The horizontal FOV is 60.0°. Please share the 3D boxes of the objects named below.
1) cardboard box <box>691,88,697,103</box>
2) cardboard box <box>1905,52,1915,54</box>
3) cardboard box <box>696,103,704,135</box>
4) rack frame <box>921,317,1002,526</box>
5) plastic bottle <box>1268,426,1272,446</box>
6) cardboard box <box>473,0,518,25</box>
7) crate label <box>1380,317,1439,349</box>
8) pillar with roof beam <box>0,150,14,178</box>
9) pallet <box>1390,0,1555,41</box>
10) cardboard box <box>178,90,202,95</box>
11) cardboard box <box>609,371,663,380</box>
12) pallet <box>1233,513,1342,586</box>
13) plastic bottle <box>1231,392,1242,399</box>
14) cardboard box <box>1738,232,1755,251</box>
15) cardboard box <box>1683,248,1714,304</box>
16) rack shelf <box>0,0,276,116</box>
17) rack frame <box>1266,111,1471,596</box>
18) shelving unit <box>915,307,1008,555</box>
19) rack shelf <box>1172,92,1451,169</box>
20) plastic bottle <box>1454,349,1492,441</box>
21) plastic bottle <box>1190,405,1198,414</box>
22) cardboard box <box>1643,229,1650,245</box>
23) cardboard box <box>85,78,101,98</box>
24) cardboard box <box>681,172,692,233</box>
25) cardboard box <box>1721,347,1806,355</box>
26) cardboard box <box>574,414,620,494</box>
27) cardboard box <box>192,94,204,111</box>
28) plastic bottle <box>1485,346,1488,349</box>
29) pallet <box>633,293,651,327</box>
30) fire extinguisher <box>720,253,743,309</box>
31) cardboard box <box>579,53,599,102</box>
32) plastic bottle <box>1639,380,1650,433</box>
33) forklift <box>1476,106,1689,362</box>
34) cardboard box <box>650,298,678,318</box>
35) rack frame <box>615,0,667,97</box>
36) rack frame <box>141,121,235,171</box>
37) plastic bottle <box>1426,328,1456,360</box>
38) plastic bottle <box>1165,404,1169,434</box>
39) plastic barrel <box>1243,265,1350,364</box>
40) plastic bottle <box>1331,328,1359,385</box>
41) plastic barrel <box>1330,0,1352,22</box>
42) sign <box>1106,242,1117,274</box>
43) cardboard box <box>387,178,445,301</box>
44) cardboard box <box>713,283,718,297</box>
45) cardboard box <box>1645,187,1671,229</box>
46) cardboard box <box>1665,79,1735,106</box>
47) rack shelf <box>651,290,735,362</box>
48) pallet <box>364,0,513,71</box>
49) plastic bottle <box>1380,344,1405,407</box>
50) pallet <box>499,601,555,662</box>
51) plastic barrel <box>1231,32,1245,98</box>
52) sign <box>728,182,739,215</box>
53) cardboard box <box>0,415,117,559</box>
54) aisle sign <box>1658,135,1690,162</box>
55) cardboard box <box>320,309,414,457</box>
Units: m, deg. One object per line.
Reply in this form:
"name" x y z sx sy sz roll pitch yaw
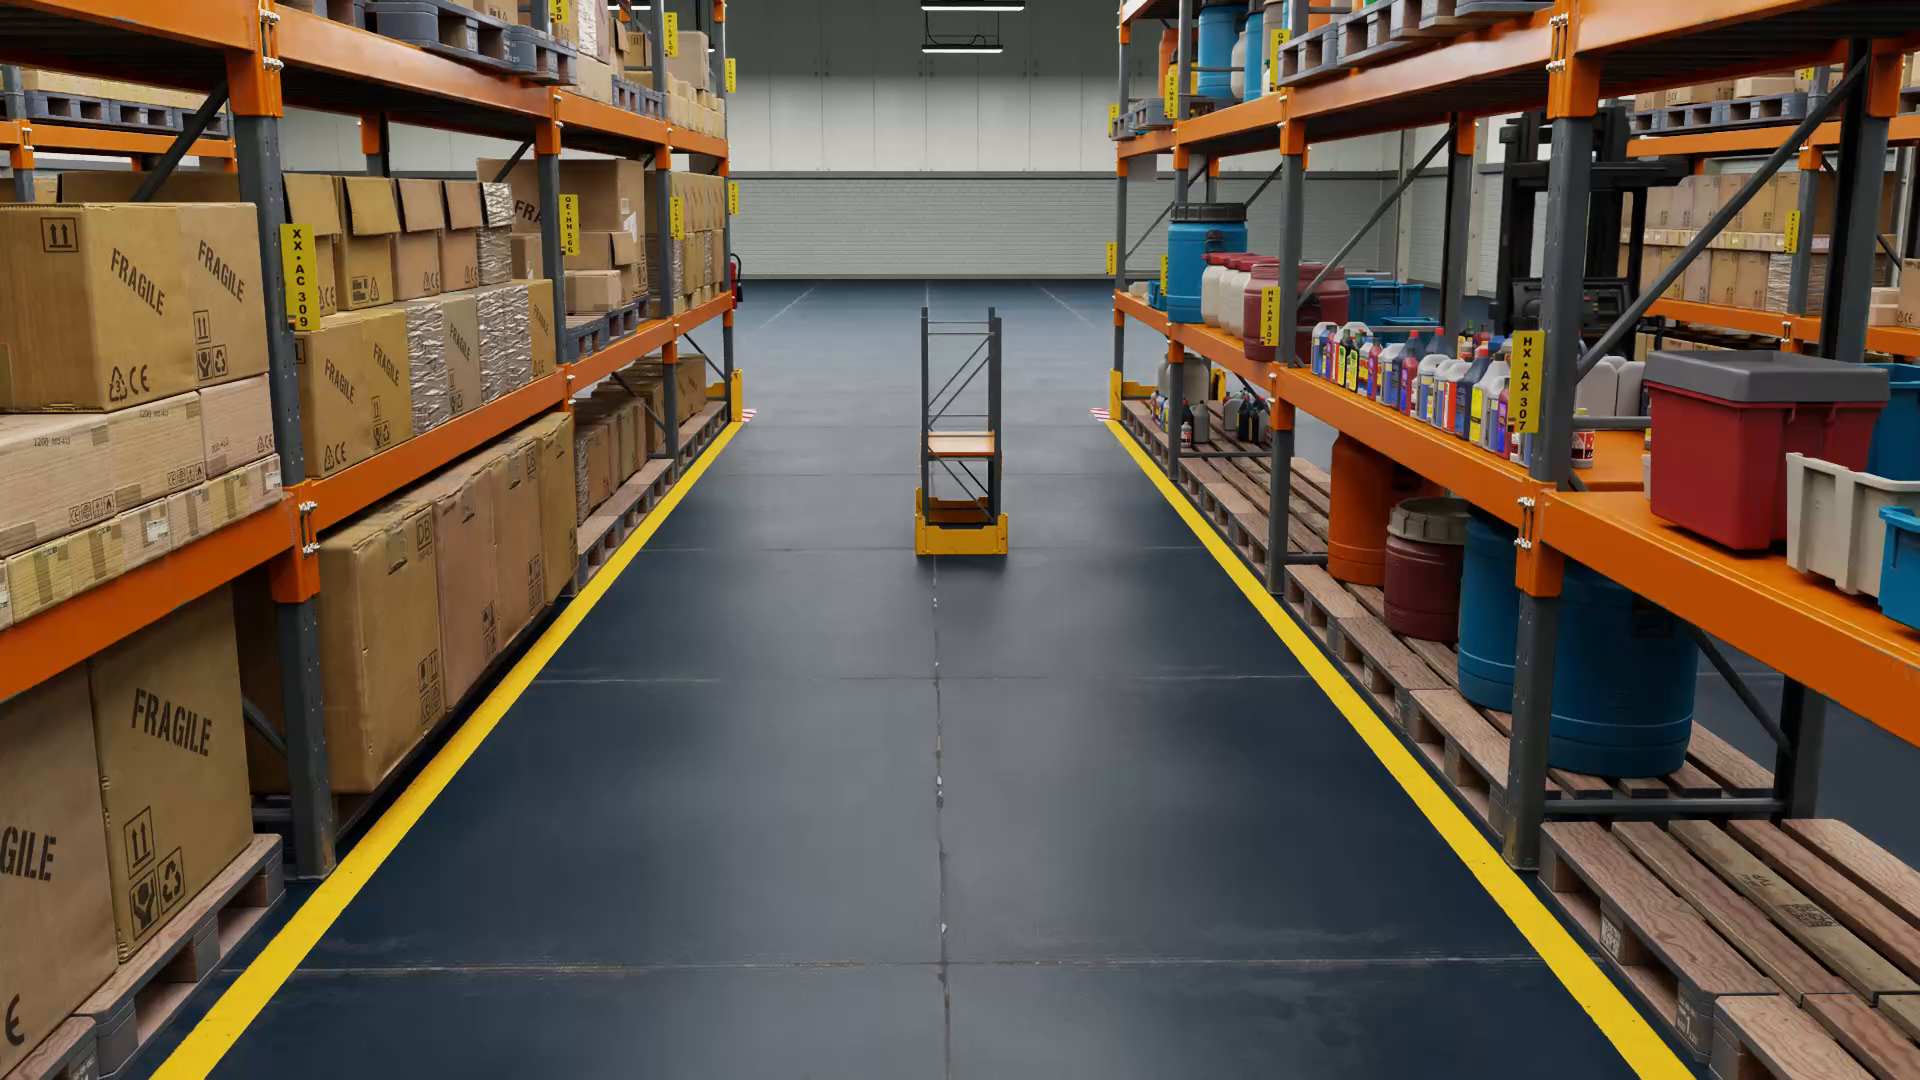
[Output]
"cardboard box" -2.551 -3.959 14.862 0.380 0.149 0.250 -1 11 -4
"cardboard box" 7.113 -3.827 12.268 0.500 0.500 0.500 0 11 0
"cardboard box" -2.552 -3.735 14.760 0.500 0.250 0.500 0 11 -2
"rack frame" 0.009 -0.651 10.495 0.500 1.500 0.032 0 11 -1
"plastic bottle" 2.617 -0.890 13.831 0.097 0.201 0.097 0 11 0
"cardboard box" -2.597 -2.750 8.210 0.797 0.503 0.637 0 11 2
"crate label" 2.636 -1.168 9.694 0.303 0.233 0.416 0 11 -1
"pillar with roof beam" -14.672 -9.067 33.117 9.100 9.000 0.548 0 11 -1
"pallet" 2.239 -1.903 5.824 1.213 0.211 1.003 0 11 -1
"cardboard box" -7.509 -4.336 15.665 0.500 0.250 0.500 0 11 -1
"cardboard box" -2.844 -1.237 14.843 0.500 0.500 0.500 -1 12 -6
"pallet" 2.293 0.048 10.294 1.003 0.211 1.213 0 11 -1
"plastic bottle" 2.559 -1.222 15.284 0.152 0.276 0.135 0 11 -1
"cardboard box" 6.902 -2.553 14.216 0.380 0.149 0.250 0 11 -1
"cardboard box" 7.089 -2.423 15.207 0.700 0.500 0.500 0 11 1
"rack shelf" -2.558 -1.069 3.051 1.077 0.370 4.000 0 11 -1
"rack frame" 2.270 -1.165 9.257 1.000 3.000 0.127 0 11 -1
"shelving unit" -0.002 -0.750 10.985 0.587 1.500 1.083 0 11 -1
"rack shelf" 2.229 -2.680 10.989 1.077 0.370 4.000 0 11 -1
"plastic bottle" 2.003 -0.564 6.417 0.144 0.351 0.185 0 11 -1
"plastic bottle" 2.030 -1.011 14.244 0.152 0.276 0.135 0 11 -1
"cardboard box" 6.862 -2.961 16.225 0.380 0.149 0.250 0 11 -1
"cardboard box" -7.409 -3.766 13.856 0.380 0.149 0.250 0 11 -2
"cardboard box" -2.532 -2.814 13.873 0.500 0.500 0.500 0 11 -1
"cardboard box" 6.913 -1.396 14.370 0.500 0.500 0.500 0 11 -1
"cardboard box" -2.770 -0.602 11.662 0.700 0.500 0.500 -1 12 -6
"cardboard box" -7.452 -4.170 15.851 0.380 0.149 0.250 0 11 0
"plastic bottle" 2.696 -0.901 8.454 0.097 0.201 0.097 0 11 0
"pallet" -2.894 -1.693 12.343 1.003 0.211 1.213 0 11 -1
"fire extinguisher" -2.389 -2.722 17.124 0.296 0.674 0.183 0 11 -1
"cardboard box" -2.447 -2.738 9.842 0.500 0.250 0.500 0 11 0
"plastic bottle" 2.753 -0.564 6.587 0.061 0.283 0.133 0 11 -1
"forklift" 4.804 -1.854 12.828 1.130 2.935 3.031 -1 11 -3
"cardboard box" -2.468 -1.860 13.317 0.380 0.149 0.250 0 11 -1
"rack frame" -2.765 -4.880 12.479 1.000 3.000 0.127 0 11 -1
"rack frame" -7.808 -2.734 16.993 1.000 3.000 0.127 0 11 -1
"plastic bottle" 2.133 -0.773 7.450 0.144 0.351 0.185 0 11 -1
"plastic bottle" 1.875 -1.107 14.525 0.144 0.351 0.185 0 11 -2
"plastic barrel" 1.958 -1.323 9.692 0.600 0.536 0.708 0 11 -1
"plastic bottle" 1.965 -0.925 8.385 0.152 0.276 0.135 0 11 -1
"plastic barrel" 2.470 -3.045 9.718 0.600 0.901 0.600 0 11 0
"sign" 1.555 -2.889 17.061 0.100 0.325 0.005 0 11 -1
"cardboard box" -2.652 -1.277 7.034 0.797 0.503 0.637 0 11 1
"cardboard box" -2.574 -2.457 16.256 0.380 0.149 0.250 0 11 -1
"cardboard box" 7.071 -3.252 16.028 0.700 0.500 0.500 -1 11 -3
"cardboard box" 6.818 -4.237 15.195 0.500 0.500 0.500 0 11 -1
"rack shelf" -2.806 -1.985 15.107 1.077 0.370 4.000 0 11 -1
"pallet" -2.589 -2.172 7.151 1.003 0.211 1.213 0 11 1
"plastic bottle" 1.984 -0.741 7.479 0.152 0.276 0.135 0 11 -1
"pallet" -2.741 0.379 8.659 1.003 0.211 1.213 0 11 -1
"plastic barrel" 2.375 -3.777 13.251 0.421 0.512 0.421 0 11 0
"sign" -2.292 -3.455 16.840 0.100 0.325 0.005 0 11 -1
"cardboard box" -2.304 -0.131 3.788 0.500 0.250 0.500 0 11 0
"aisle sign" 7.349 -4.063 17.004 0.394 0.787 0.004 0 11 -1
"cardboard box" -2.370 -0.591 6.175 0.500 0.500 0.500 0 11 -1
